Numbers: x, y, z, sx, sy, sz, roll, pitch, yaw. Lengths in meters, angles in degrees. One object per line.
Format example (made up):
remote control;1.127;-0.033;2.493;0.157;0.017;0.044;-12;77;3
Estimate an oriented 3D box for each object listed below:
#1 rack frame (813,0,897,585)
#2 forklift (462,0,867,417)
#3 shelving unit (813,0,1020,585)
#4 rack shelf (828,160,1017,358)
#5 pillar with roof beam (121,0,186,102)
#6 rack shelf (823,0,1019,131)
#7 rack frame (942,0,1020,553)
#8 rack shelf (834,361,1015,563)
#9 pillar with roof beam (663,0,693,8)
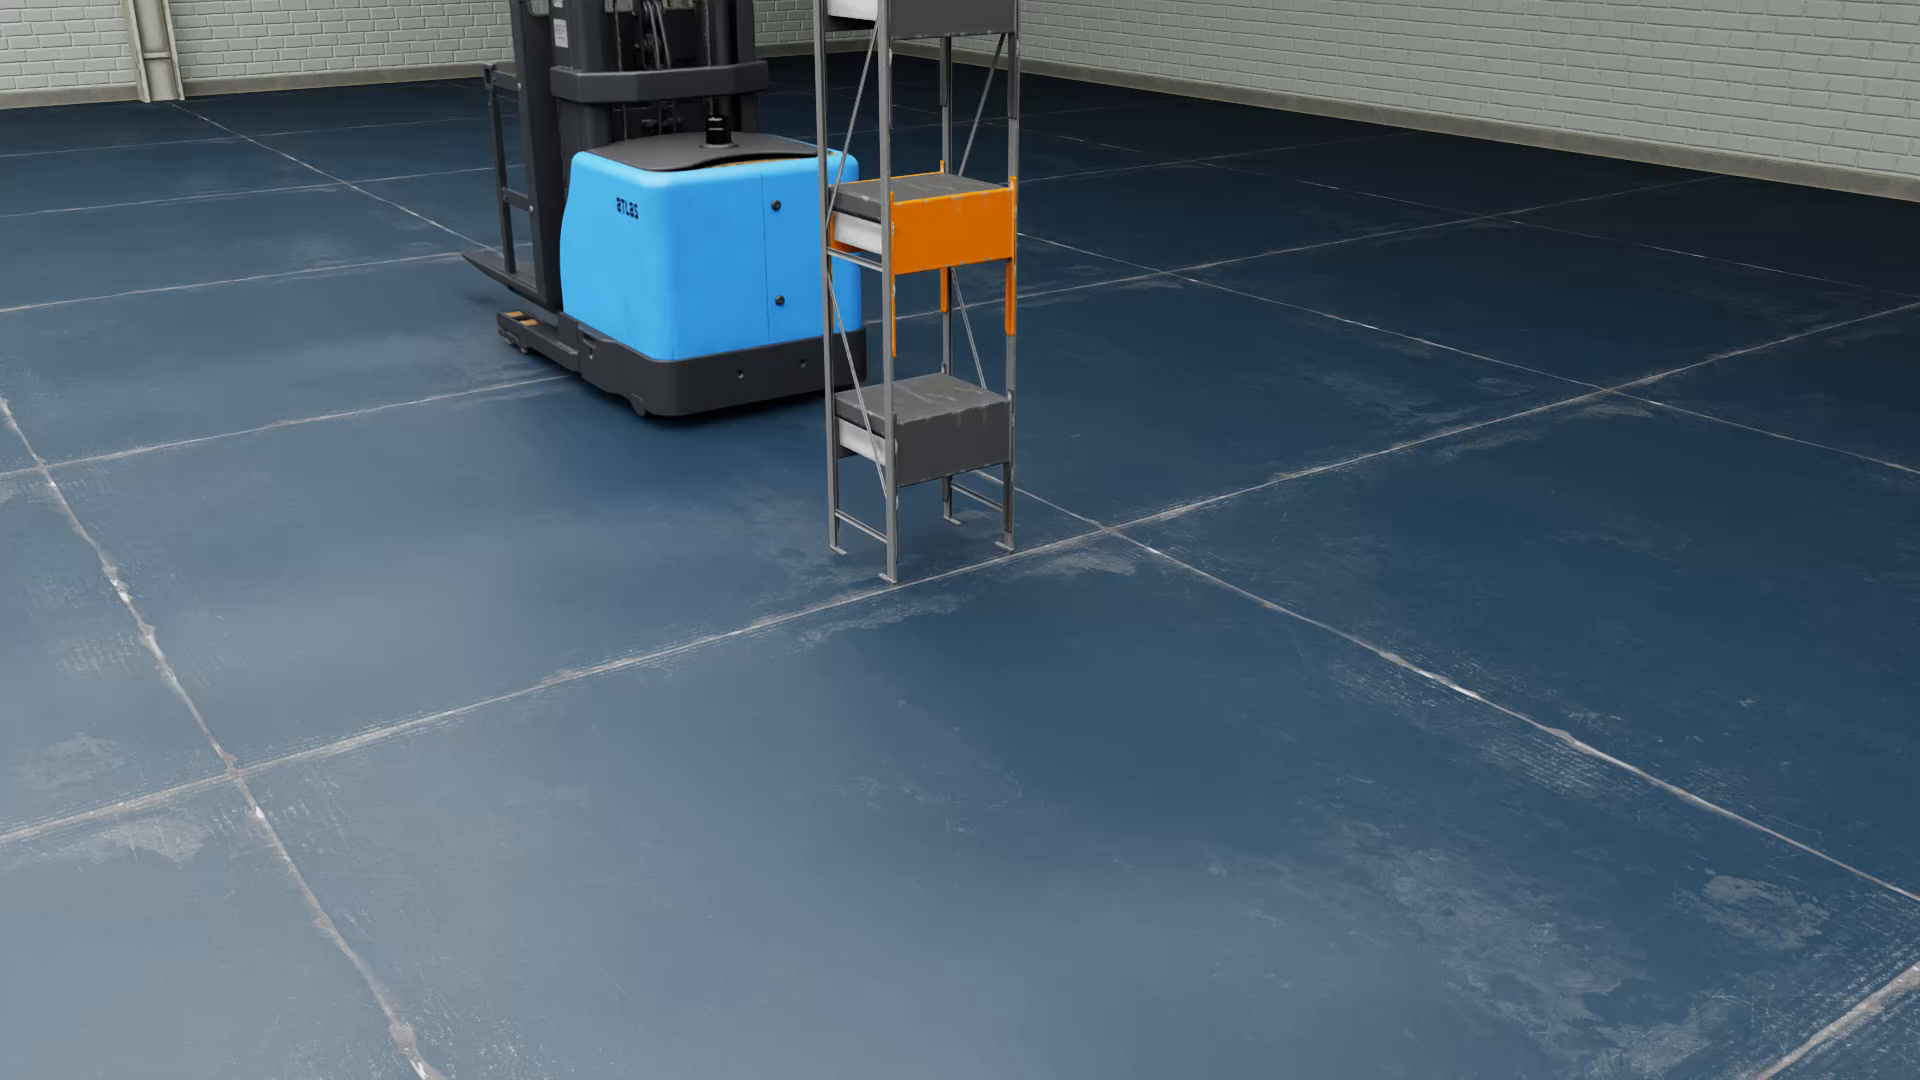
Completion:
rack frame;-0.332;-0.887;5.285;0.015;2.100;0.400;-15;26;-33
forklift;-1.667;-2.372;7.887;1.130;2.935;3.031;-14;26;-32
shelving unit;-0.134;-0.939;5.417;0.503;2.100;0.431;-15;26;-33
rack shelf;-0.134;-0.927;5.422;0.480;0.518;0.431;-15;26;-33
pillar with roof beam;-5.902;-7.531;12.626;0.400;9.000;9.100;-15;26;-33
rack shelf;-0.134;-1.577;5.163;0.480;0.518;0.431;-15;26;-33
rack frame;0.064;-0.992;5.550;0.015;2.100;0.400;-15;26;-33
rack shelf;-0.134;-0.277;5.682;0.480;0.518;0.431;-15;26;-33
pillar with roof beam;-1.031;-8.829;15.881;0.400;9.000;9.100;-15;26;-33
